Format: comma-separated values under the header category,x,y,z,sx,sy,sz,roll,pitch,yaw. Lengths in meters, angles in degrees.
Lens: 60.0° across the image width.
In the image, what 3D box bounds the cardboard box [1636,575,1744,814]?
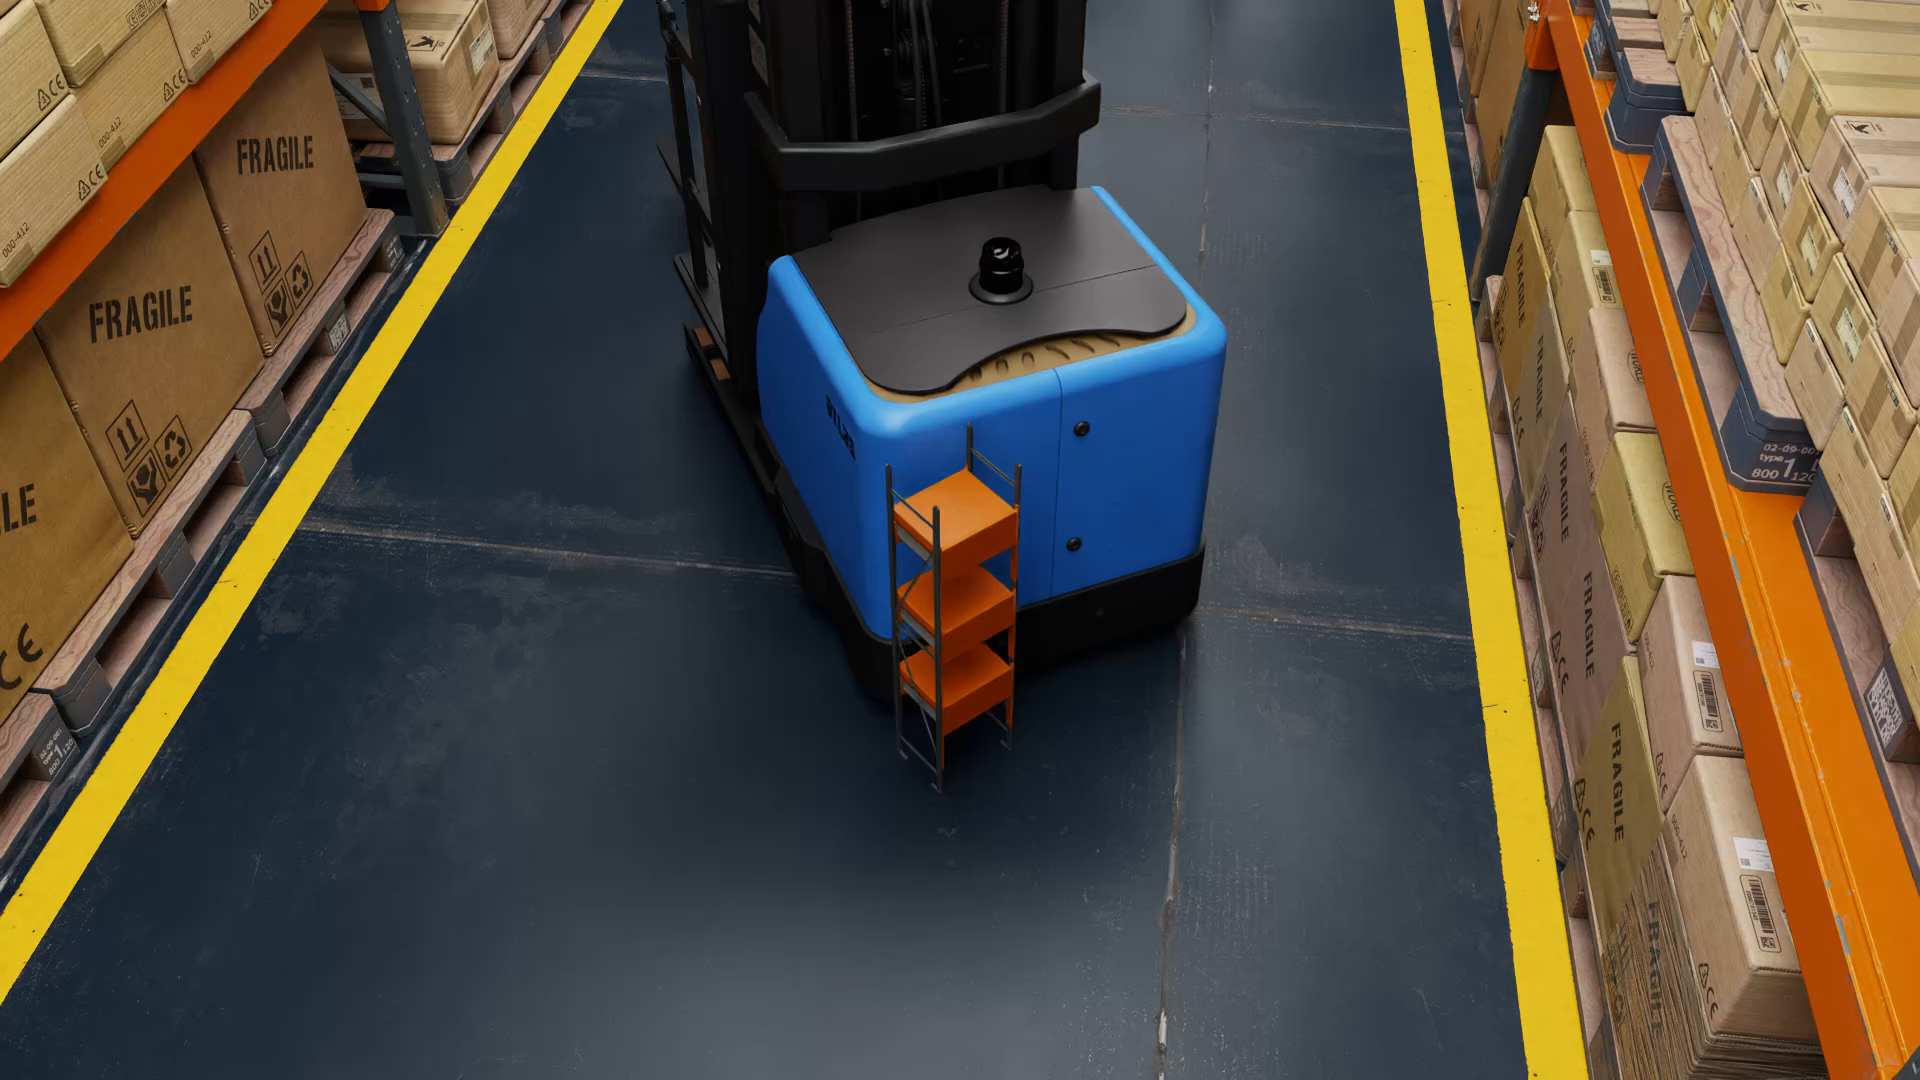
category,x,y,z,sx,sy,sz,roll,pitch,yaw
cardboard box,1.803,0.365,3.650,0.500,0.250,0.500,7,44,7

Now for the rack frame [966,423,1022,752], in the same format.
category,x,y,z,sx,sy,sz,roll,pitch,yaw
rack frame,0.081,0.153,4.325,0.008,1.050,0.200,-28,50,-27

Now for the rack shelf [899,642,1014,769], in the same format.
category,x,y,z,sx,sy,sz,roll,pitch,yaw
rack shelf,-0.015,0.414,4.469,0.240,0.259,0.215,-28,50,-27

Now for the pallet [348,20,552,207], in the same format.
category,x,y,z,sx,sy,sz,roll,pitch,yaw
pallet,-2.412,-1.865,7.067,1.003,0.211,1.213,5,44,6

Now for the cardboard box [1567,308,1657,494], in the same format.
category,x,y,z,sx,sy,sz,roll,pitch,yaw
cardboard box,1.926,-0.352,4.407,0.500,0.250,0.500,6,44,6

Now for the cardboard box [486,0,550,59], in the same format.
category,x,y,z,sx,sy,sz,roll,pitch,yaw
cardboard box,-2.343,-2.432,7.242,0.950,0.372,0.625,4,44,5

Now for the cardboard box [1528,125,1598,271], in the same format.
category,x,y,z,sx,sy,sz,roll,pitch,yaw
cardboard box,2.072,-1.034,5.127,0.500,0.250,0.500,3,44,4

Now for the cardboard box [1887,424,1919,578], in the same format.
category,x,y,z,sx,sy,sz,roll,pitch,yaw
cardboard box,1.800,-0.045,2.777,0.380,0.149,0.250,7,44,7

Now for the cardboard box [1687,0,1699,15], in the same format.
category,x,y,z,sx,sy,sz,roll,pitch,yaw
cardboard box,2.074,-1.455,4.266,0.380,0.149,0.250,4,44,4

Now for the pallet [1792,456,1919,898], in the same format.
category,x,y,z,sx,sy,sz,roll,pitch,yaw
pallet,2.119,0.324,2.866,1.003,0.211,1.213,5,44,6

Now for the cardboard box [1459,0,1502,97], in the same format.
category,x,y,z,sx,sy,sz,roll,pitch,yaw
cardboard box,2.685,-2.303,6.831,1.050,0.750,0.750,6,44,6

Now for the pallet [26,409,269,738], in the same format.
category,x,y,z,sx,sy,sz,roll,pitch,yaw
pallet,-2.860,0.027,5.068,1.003,0.211,1.213,5,44,6

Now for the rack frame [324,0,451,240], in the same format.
category,x,y,z,sx,sy,sz,roll,pitch,yaw
rack frame,-2.517,-2.346,5.545,1.000,3.000,0.127,5,44,6

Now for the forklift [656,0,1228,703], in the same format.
category,x,y,z,sx,sy,sz,roll,pitch,yaw
forklift,-0.318,-1.633,4.842,1.130,2.935,3.031,-16,46,-16

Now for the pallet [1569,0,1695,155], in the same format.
category,x,y,z,sx,sy,sz,roll,pitch,yaw
pallet,2.414,-1.399,4.686,1.213,0.211,1.003,5,44,6

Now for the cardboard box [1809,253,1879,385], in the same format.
category,x,y,z,sx,sy,sz,roll,pitch,yaw
cardboard box,1.868,-0.409,3.161,0.380,0.149,0.250,3,44,3

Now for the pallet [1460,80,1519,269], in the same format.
category,x,y,z,sx,sy,sz,roll,pitch,yaw
pallet,2.582,-1.482,6.662,1.003,0.211,1.213,5,44,6

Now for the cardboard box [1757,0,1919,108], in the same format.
category,x,y,z,sx,sy,sz,roll,pitch,yaw
cardboard box,1.977,-1.049,3.620,0.380,0.149,0.250,6,44,7

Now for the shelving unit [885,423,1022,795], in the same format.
category,x,y,z,sx,sy,sz,roll,pitch,yaw
shelving unit,-0.015,0.205,4.270,0.252,1.050,0.215,-28,50,-27

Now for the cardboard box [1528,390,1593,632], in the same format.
category,x,y,z,sx,sy,sz,roll,pitch,yaw
cardboard box,1.930,-0.057,4.641,0.500,0.500,0.500,4,44,4

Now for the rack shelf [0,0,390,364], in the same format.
category,x,y,z,sx,sy,sz,roll,pitch,yaw
rack shelf,-2.782,-0.721,4.353,1.077,0.370,4.000,5,44,6

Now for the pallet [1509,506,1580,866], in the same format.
category,x,y,z,sx,sy,sz,roll,pitch,yaw
pallet,2.134,0.410,4.664,1.003,0.211,1.213,5,44,6

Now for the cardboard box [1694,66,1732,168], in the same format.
category,x,y,z,sx,sy,sz,roll,pitch,yaw
cardboard box,2.006,-1.007,4.009,0.380,0.149,0.250,7,44,7

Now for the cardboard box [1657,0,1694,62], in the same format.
category,x,y,z,sx,sy,sz,roll,pitch,yaw
cardboard box,2.073,-1.372,4.395,0.380,0.149,0.250,7,44,8

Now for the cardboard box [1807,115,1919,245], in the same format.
category,x,y,z,sx,sy,sz,roll,pitch,yaw
cardboard box,1.907,-0.695,3.247,0.380,0.149,0.250,3,44,4

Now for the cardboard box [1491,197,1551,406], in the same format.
category,x,y,z,sx,sy,sz,roll,pitch,yaw
cardboard box,2.056,-0.750,5.373,0.500,0.500,0.500,4,44,4

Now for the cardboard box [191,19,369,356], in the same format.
category,x,y,z,sx,sy,sz,roll,pitch,yaw
cardboard box,-2.691,-1.263,5.642,0.875,0.875,0.875,5,44,5

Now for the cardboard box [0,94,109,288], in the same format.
category,x,y,z,sx,sy,sz,roll,pitch,yaw
cardboard box,-2.501,-0.881,4.108,0.500,0.250,0.500,5,44,5

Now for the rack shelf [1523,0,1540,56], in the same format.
category,x,y,z,sx,sy,sz,roll,pitch,yaw
rack shelf,2.667,-3.066,6.830,1.077,0.370,4.000,5,44,6

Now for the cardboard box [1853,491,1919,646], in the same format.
category,x,y,z,sx,sy,sz,roll,pitch,yaw
cardboard box,1.799,0.065,2.877,0.380,0.149,0.250,5,44,5

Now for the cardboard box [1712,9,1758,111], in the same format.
category,x,y,z,sx,sy,sz,roll,pitch,yaw
cardboard box,2.007,-1.114,3.905,0.380,0.149,0.250,5,44,6

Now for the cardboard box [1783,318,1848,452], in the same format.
category,x,y,z,sx,sy,sz,roll,pitch,yaw
cardboard box,1.863,-0.296,3.258,0.380,0.149,0.250,4,44,4

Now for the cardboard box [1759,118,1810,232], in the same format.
category,x,y,z,sx,sy,sz,roll,pitch,yaw
cardboard box,1.939,-0.760,3.532,0.380,0.149,0.250,7,44,7

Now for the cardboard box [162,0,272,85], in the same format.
category,x,y,z,sx,sy,sz,roll,pitch,yaw
cardboard box,-2.379,-1.573,4.839,0.500,0.250,0.500,6,44,6

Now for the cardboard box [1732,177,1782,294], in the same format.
category,x,y,z,sx,sy,sz,roll,pitch,yaw
cardboard box,1.934,-0.658,3.641,0.380,0.149,0.250,4,44,4

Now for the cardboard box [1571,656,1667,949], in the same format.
category,x,y,z,sx,sy,sz,roll,pitch,yaw
cardboard box,1.790,0.640,3.905,0.500,0.500,0.500,4,44,5

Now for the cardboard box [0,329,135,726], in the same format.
category,x,y,z,sx,sy,sz,roll,pitch,yaw
cardboard box,-2.932,-0.047,4.357,0.875,0.875,0.875,6,44,7

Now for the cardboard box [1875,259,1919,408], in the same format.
category,x,y,z,sx,sy,sz,roll,pitch,yaw
cardboard box,1.839,-0.345,2.877,0.380,0.149,0.250,5,44,5

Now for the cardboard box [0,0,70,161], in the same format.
category,x,y,z,sx,sy,sz,roll,pitch,yaw
cardboard box,-2.509,-1.065,3.939,0.500,0.250,0.500,4,44,4
